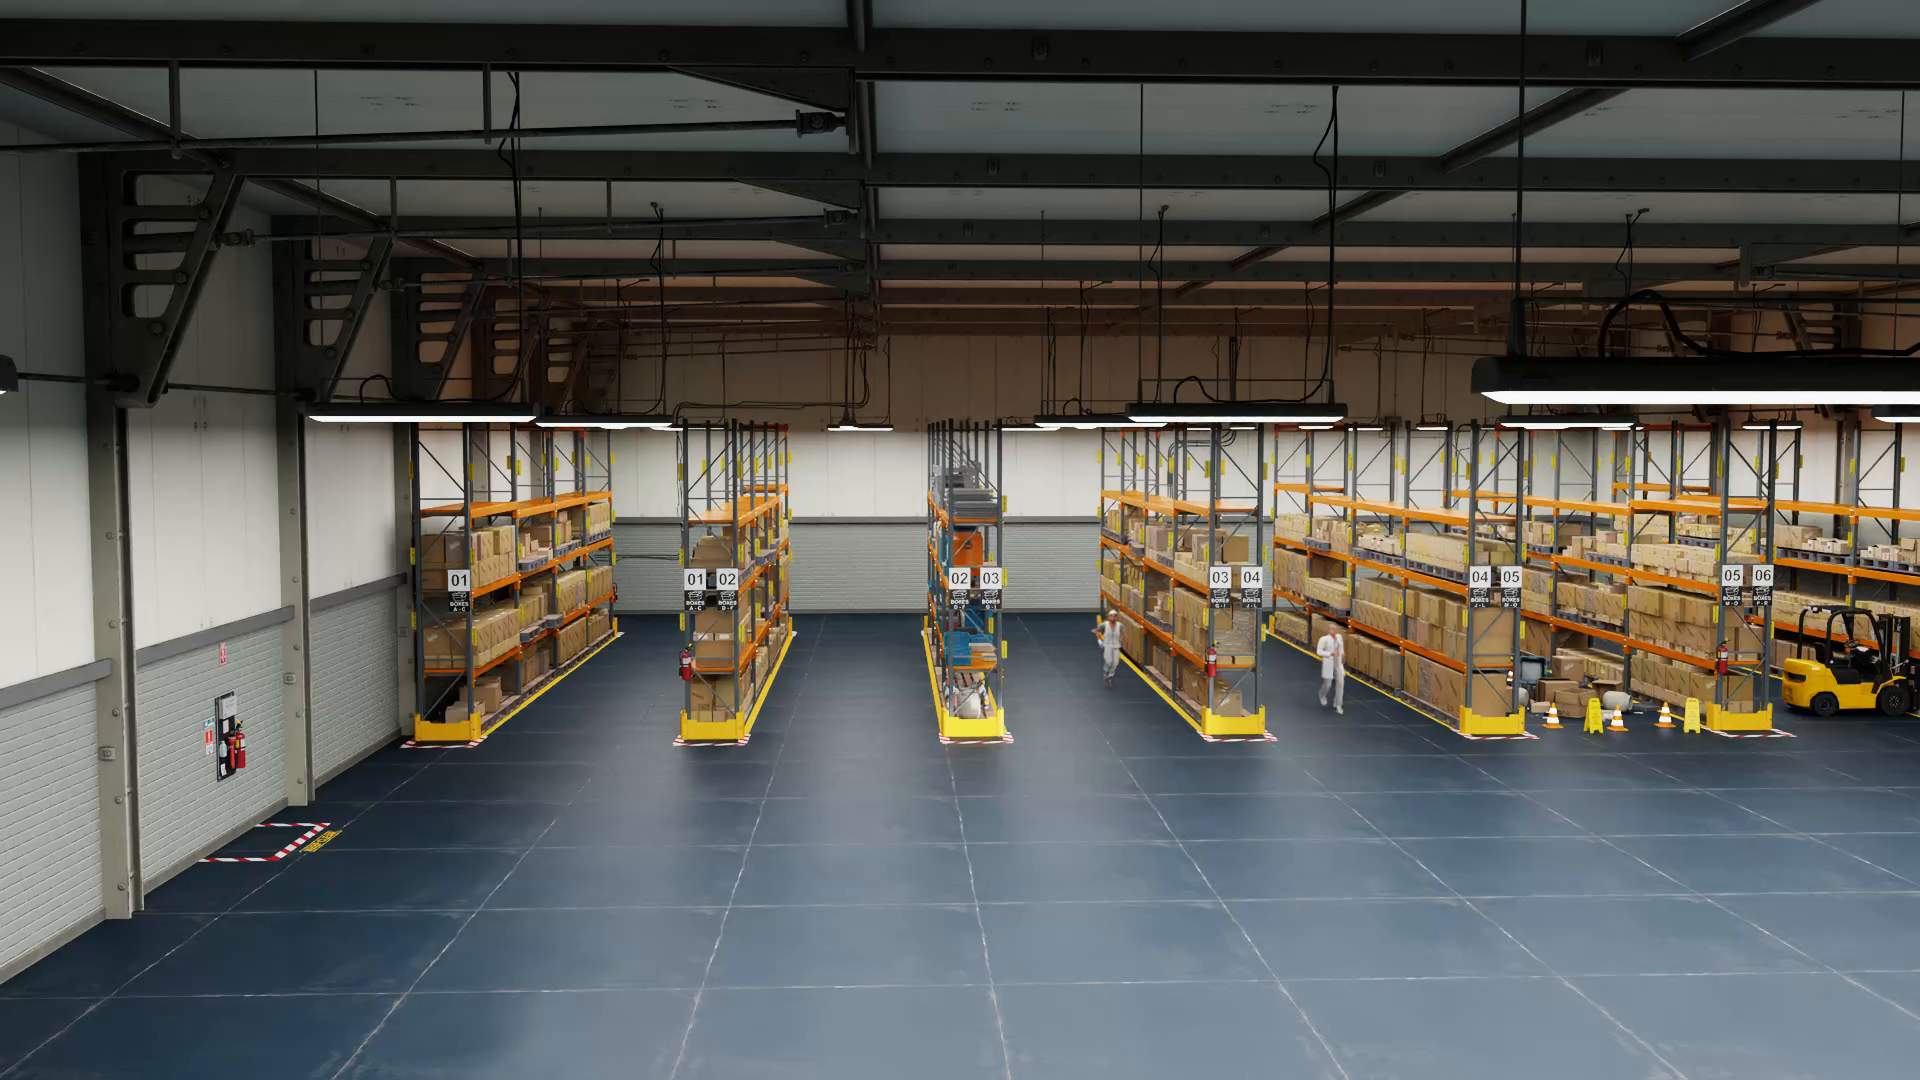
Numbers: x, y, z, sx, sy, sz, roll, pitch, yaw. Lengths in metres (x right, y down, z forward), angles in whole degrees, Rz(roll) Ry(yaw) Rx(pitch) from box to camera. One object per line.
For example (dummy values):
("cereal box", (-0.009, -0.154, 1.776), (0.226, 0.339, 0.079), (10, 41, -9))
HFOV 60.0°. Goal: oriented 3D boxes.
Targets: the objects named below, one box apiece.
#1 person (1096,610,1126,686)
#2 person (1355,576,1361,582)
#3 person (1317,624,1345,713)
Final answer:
("person", (3.424, 2.438, 37.388), (0.651, 1.736, 0.643), (0, 4, -8))
("person", (11.191, 1.892, 46.700), (0.609, 1.747, 0.787), (0, 4, -4))
("person", (7.678, 2.648, 34.446), (0.738, 1.853, 0.972), (-1, 4, -17))
